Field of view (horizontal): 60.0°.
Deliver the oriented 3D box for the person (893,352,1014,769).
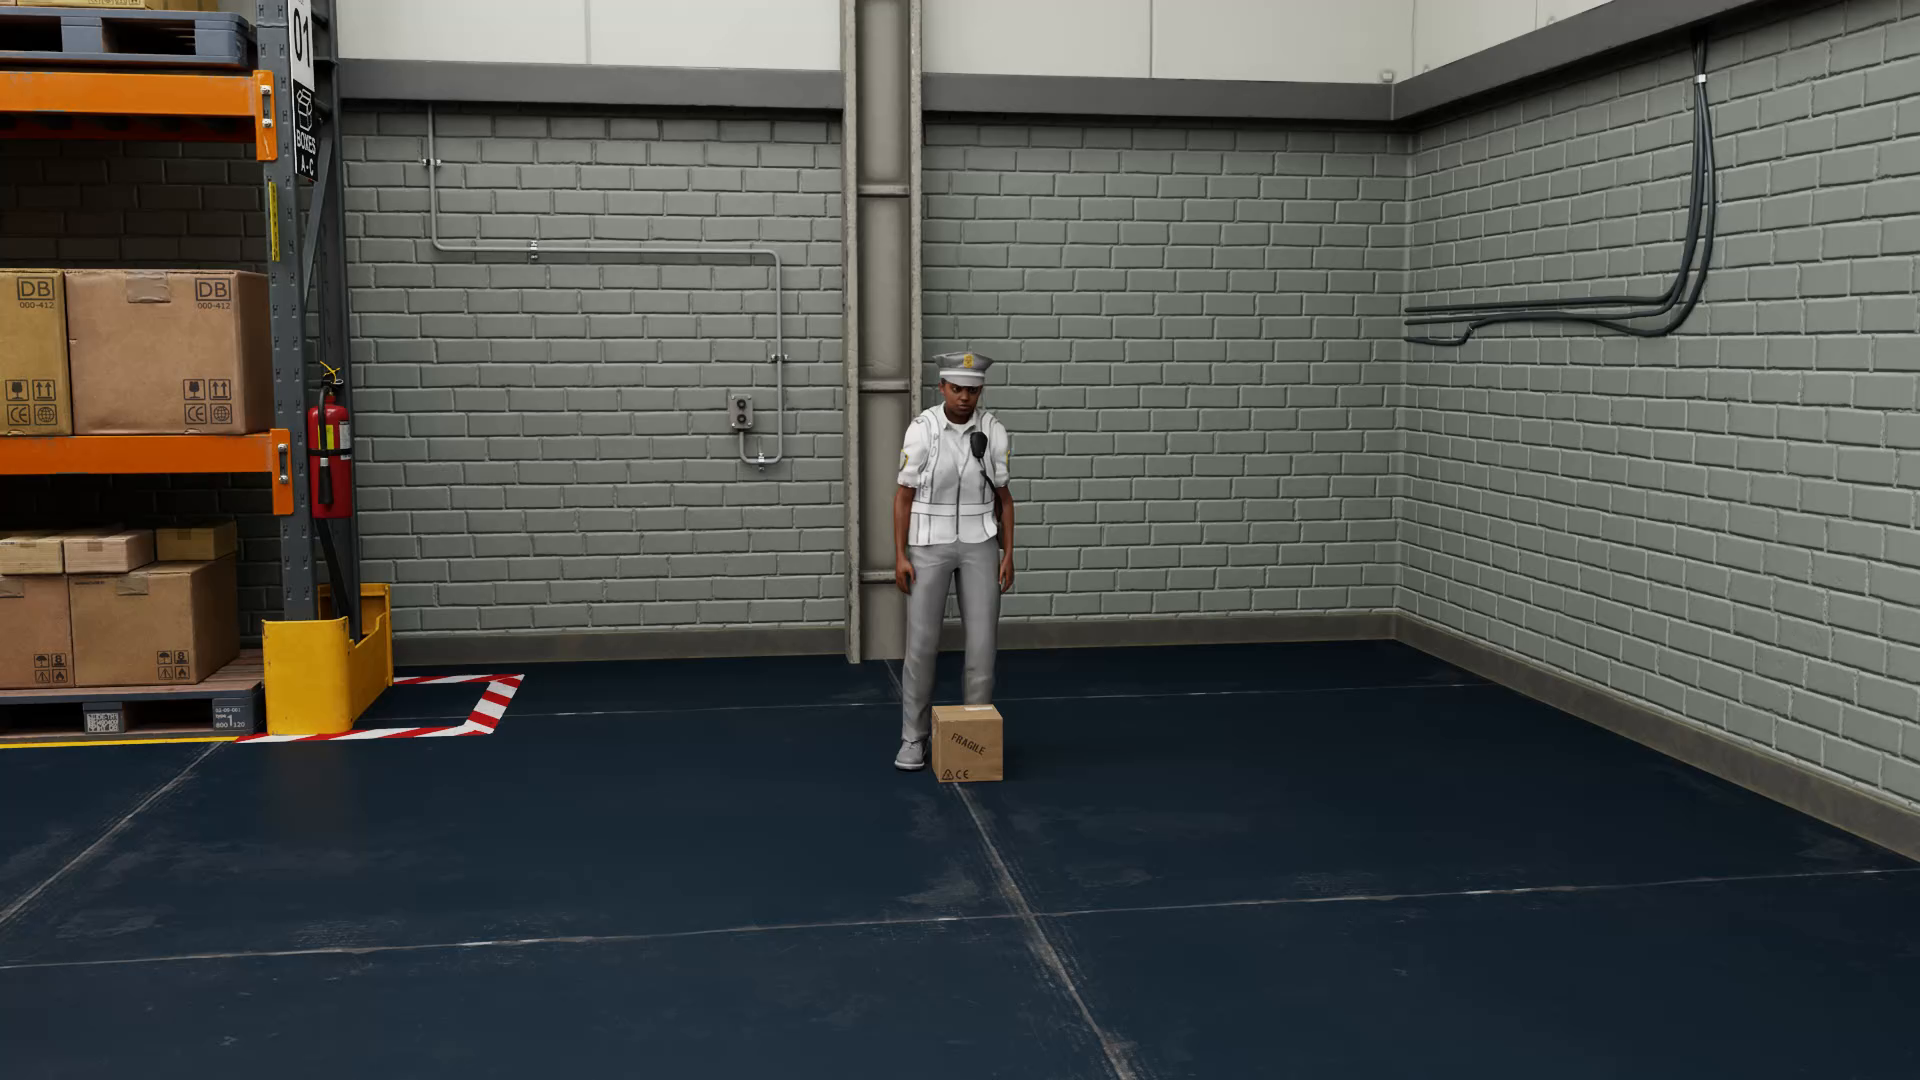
[{"bbox_3d":[-0.024,0.076,6.687,0.504,1.658,0.419,-1,7,-8],"label":"person"}]
